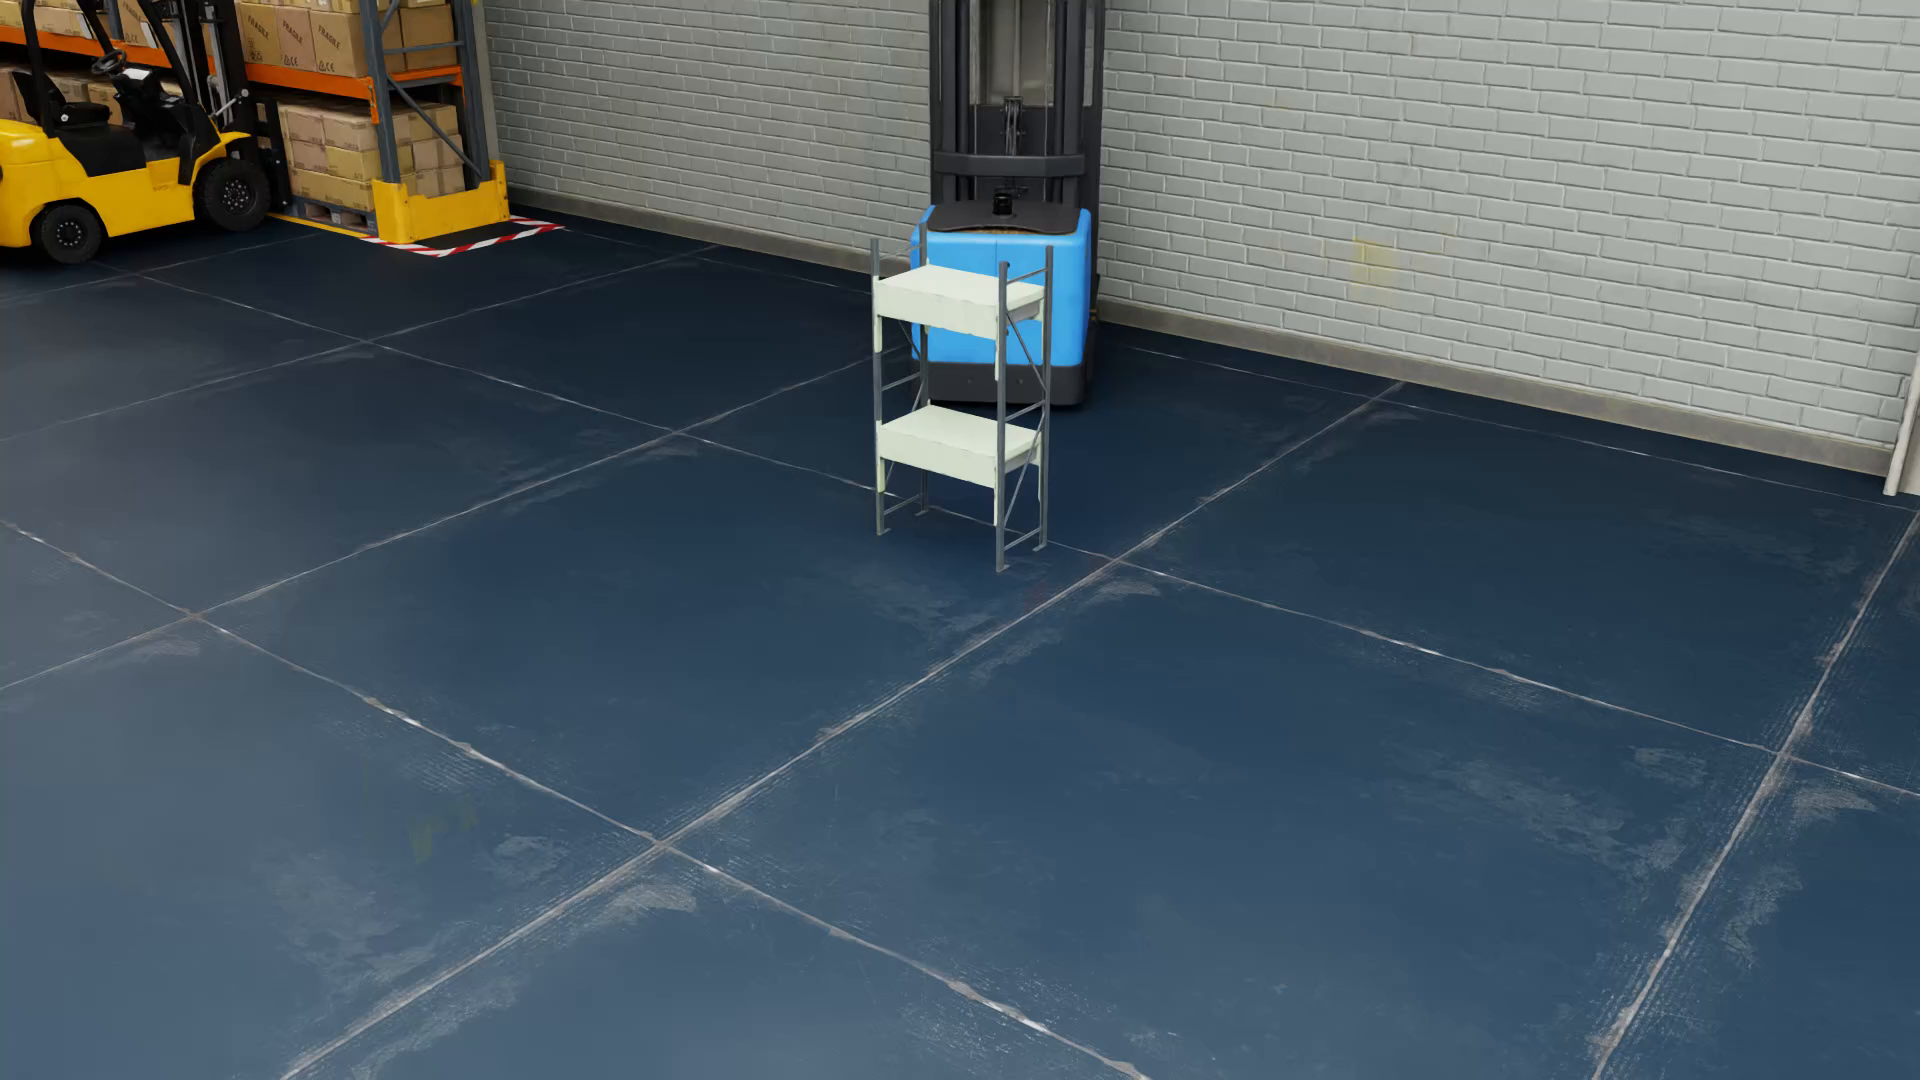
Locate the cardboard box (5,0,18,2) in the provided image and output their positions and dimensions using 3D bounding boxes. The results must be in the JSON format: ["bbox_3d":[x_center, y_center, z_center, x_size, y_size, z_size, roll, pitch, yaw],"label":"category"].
[{"bbox_3d":[-9.410,-5.601,16.809,0.500,0.250,0.500,17,29,34],"label":"cardboard box"}]

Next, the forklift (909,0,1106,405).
[{"bbox_3d":[0.381,-2.702,10.748,1.130,2.935,3.031,3,24,6],"label":"forklift"}]

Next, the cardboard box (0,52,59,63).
[{"bbox_3d":[-10.359,-4.947,18.181,0.625,0.625,0.875,18,29,35],"label":"cardboard box"}]

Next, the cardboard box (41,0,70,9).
[{"bbox_3d":[-8.612,-5.348,16.233,0.500,0.250,0.500,16,28,32],"label":"cardboard box"}]

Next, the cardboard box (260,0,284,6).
[{"bbox_3d":[-5.721,-4.646,14.145,0.250,0.149,0.380,16,28,32],"label":"cardboard box"}]

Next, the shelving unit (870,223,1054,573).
[{"bbox_3d":[0.005,-0.685,7.944,0.755,1.500,0.431,17,29,33],"label":"shelving unit"}]

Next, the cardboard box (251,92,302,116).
[{"bbox_3d":[-6.227,-3.830,14.871,0.500,0.250,0.500,16,28,32],"label":"cardboard box"}]

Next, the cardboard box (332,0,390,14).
[{"bbox_3d":[-4.894,-4.398,13.583,0.250,0.149,0.380,17,29,34],"label":"cardboard box"}]

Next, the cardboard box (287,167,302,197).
[{"bbox_3d":[-5.801,-3.255,14.806,0.500,0.250,0.500,17,29,34],"label":"cardboard box"}]

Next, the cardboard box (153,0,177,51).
[{"bbox_3d":[-7.024,-4.763,15.216,0.500,0.500,0.500,17,29,34],"label":"cardboard box"}]

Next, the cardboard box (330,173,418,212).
[{"bbox_3d":[-5.014,-3.008,14.245,0.500,0.250,0.500,17,29,34],"label":"cardboard box"}]

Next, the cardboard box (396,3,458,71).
[{"bbox_3d":[-4.679,-4.317,14.204,0.500,0.500,0.500,18,29,35],"label":"cardboard box"}]

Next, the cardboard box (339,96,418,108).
[{"bbox_3d":[-5.122,-3.750,14.691,0.500,0.250,0.500,17,29,33],"label":"cardboard box"}]

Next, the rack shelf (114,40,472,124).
[{"bbox_3d":[-6.049,-4.216,14.992,4.000,0.370,1.077,17,29,33],"label":"rack shelf"}]

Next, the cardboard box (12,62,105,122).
[{"bbox_3d":[-9.293,-4.629,17.459,0.625,0.625,0.875,15,28,31],"label":"cardboard box"}]

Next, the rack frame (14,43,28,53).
[{"bbox_3d":[-10.850,-5.997,18.140,0.127,3.000,1.000,17,29,33],"label":"rack frame"}]

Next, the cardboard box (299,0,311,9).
[{"bbox_3d":[-5.287,-4.533,13.889,0.250,0.149,0.380,17,29,34],"label":"cardboard box"}]

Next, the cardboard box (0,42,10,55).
[{"bbox_3d":[-11.081,-5.568,18.943,0.250,0.149,0.380,19,30,36],"label":"cardboard box"}]

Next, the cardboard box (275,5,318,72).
[{"bbox_3d":[-5.410,-4.271,14.098,0.500,0.500,0.500,18,29,35],"label":"cardboard box"}]

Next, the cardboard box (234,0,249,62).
[{"bbox_3d":[-6.229,-4.512,14.647,0.500,0.500,0.500,17,29,34],"label":"cardboard box"}]

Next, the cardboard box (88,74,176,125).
[{"bbox_3d":[-8.074,-4.257,16.617,0.625,0.625,0.875,18,30,36],"label":"cardboard box"}]

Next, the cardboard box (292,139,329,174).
[{"bbox_3d":[-5.421,-3.366,14.439,0.500,0.250,0.500,16,29,33],"label":"cardboard box"}]

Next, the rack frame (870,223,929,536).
[{"bbox_3d":[-0.288,-0.773,8.145,0.023,1.500,0.400,17,29,33],"label":"rack frame"}]

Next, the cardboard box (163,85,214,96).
[{"bbox_3d":[-7.047,-4.076,15.429,0.500,0.250,0.500,17,29,33],"label":"cardboard box"}]

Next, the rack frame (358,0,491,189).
[{"bbox_3d":[-4.449,-4.062,13.749,0.127,3.000,1.000,17,29,33],"label":"rack frame"}]

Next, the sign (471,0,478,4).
[{"bbox_3d":[-4.111,-4.672,13.962,0.005,0.325,0.100,17,29,33],"label":"sign"}]

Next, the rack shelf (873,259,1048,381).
[{"bbox_3d":[0.005,-1.042,7.787,0.720,0.370,0.431,17,29,33],"label":"rack shelf"}]

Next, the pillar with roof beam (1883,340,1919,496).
[{"bbox_3d":[2.555,-2.976,3.843,0.400,9.000,9.100,17,29,33],"label":"pillar with roof beam"}]

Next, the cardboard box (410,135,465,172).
[{"bbox_3d":[-4.700,-3.405,14.528,0.500,0.250,0.500,17,29,34],"label":"cardboard box"}]

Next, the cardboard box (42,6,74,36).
[{"bbox_3d":[-8.615,-5.118,16.331,0.500,0.250,0.500,17,29,33],"label":"cardboard box"}]

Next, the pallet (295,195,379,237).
[{"bbox_3d":[-5.086,-2.957,14.700,1.213,0.211,1.003,17,29,33],"label":"pallet"}]

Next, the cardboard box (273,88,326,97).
[{"bbox_3d":[-5.921,-4.001,15.260,0.500,0.250,0.500,16,28,32],"label":"cardboard box"}]

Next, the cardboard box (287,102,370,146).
[{"bbox_3d":[-5.416,-3.586,14.317,0.500,0.250,0.500,17,29,34],"label":"cardboard box"}]

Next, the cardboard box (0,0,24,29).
[{"bbox_3d":[-9.412,-5.370,16.904,0.500,0.250,0.500,18,29,35],"label":"cardboard box"}]

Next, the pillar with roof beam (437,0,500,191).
[{"bbox_3d":[-7.047,-5.878,10.429,0.400,9.000,9.100,17,29,33],"label":"pillar with roof beam"}]

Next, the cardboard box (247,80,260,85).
[{"bbox_3d":[-6.725,-4.246,15.817,0.500,0.250,0.500,16,29,33],"label":"cardboard box"}]
